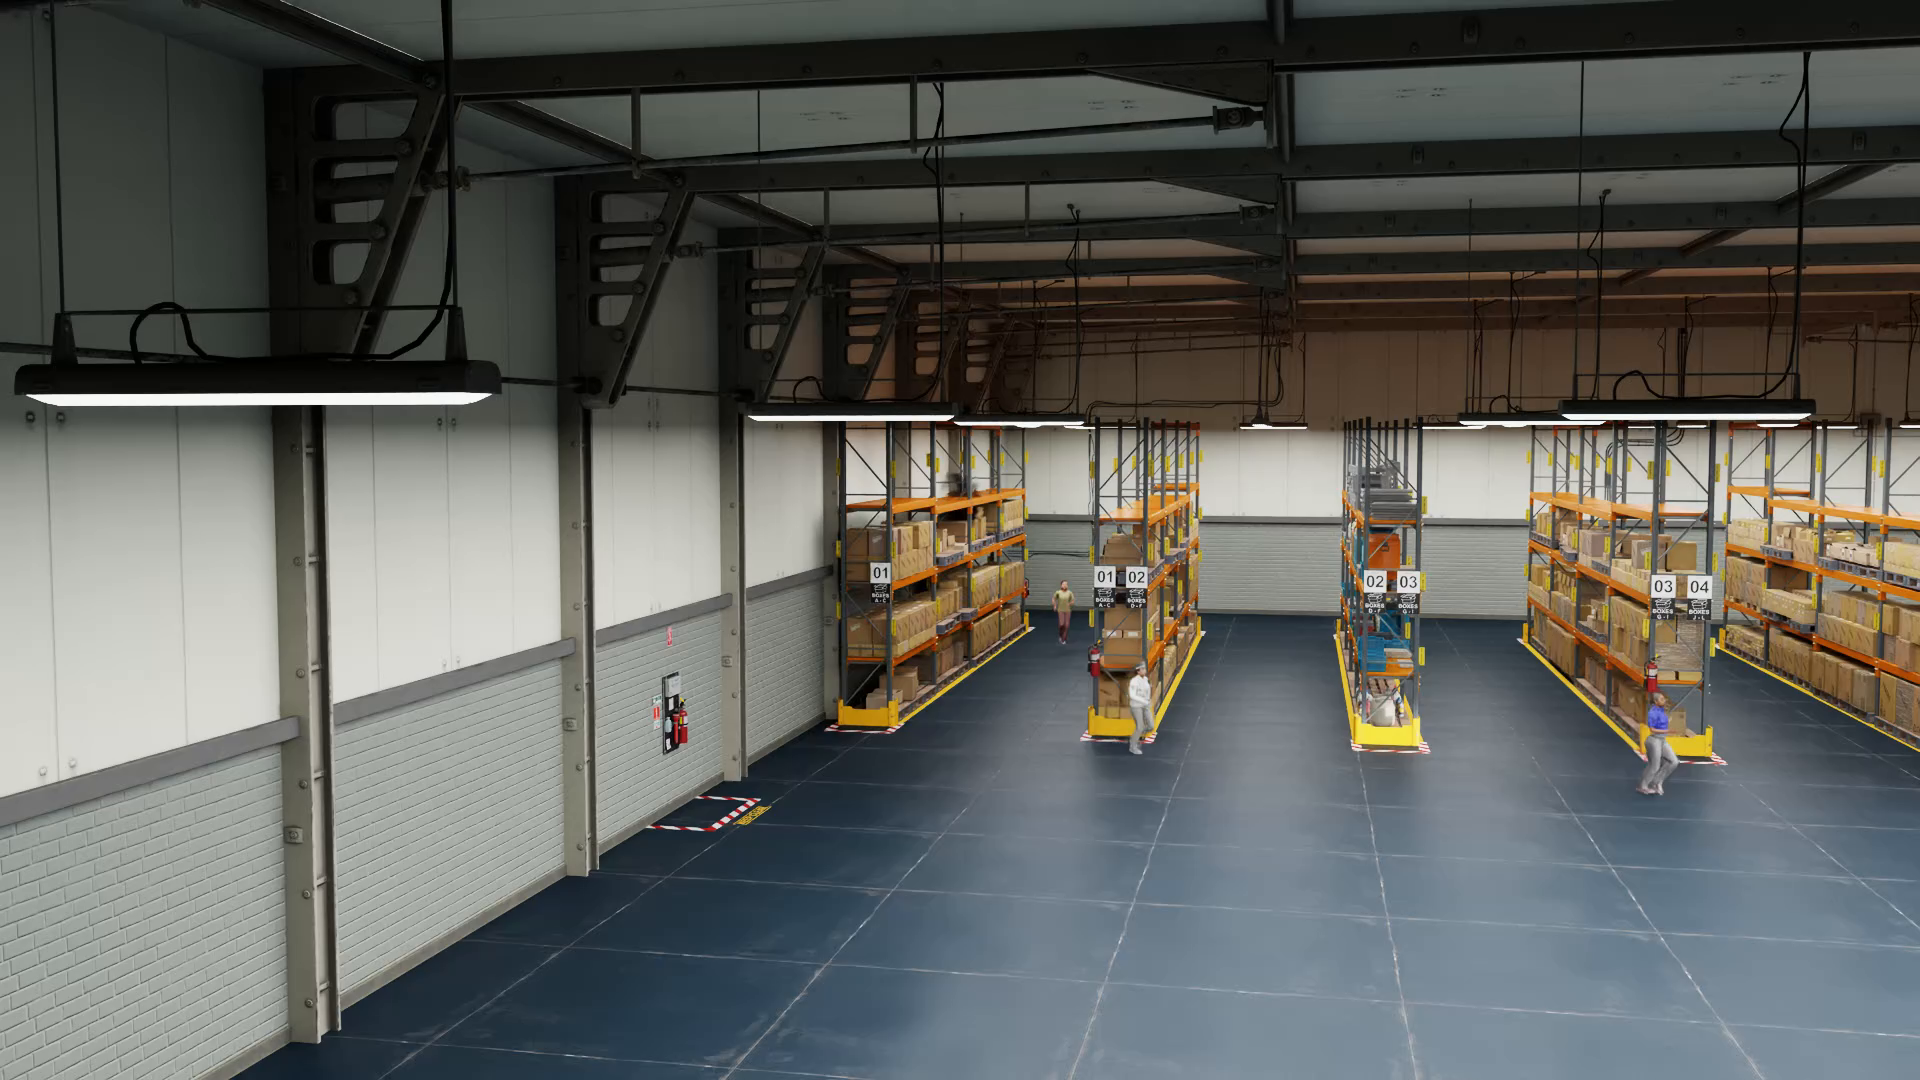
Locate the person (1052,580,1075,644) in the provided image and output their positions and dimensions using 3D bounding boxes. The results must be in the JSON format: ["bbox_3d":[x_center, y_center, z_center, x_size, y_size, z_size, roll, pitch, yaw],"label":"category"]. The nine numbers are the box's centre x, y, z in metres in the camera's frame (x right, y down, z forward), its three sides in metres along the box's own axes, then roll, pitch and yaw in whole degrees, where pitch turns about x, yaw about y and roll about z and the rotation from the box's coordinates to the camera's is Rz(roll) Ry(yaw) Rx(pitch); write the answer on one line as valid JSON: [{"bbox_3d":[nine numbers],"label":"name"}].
[{"bbox_3d":[2.661,1.859,42.509,0.566,1.643,0.549,0,4,-4],"label":"person"}]

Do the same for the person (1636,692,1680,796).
[{"bbox_3d":[10.999,3.211,26.121,0.542,1.649,0.672,-4,5,-45],"label":"person"}]

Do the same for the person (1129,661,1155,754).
[{"bbox_3d":[3.254,2.973,29.589,0.554,1.658,0.648,3,5,43],"label":"person"}]

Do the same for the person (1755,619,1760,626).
[{"bbox_3d":[22.017,1.877,45.699,0.910,1.683,0.610,-1,4,-14],"label":"person"}]
